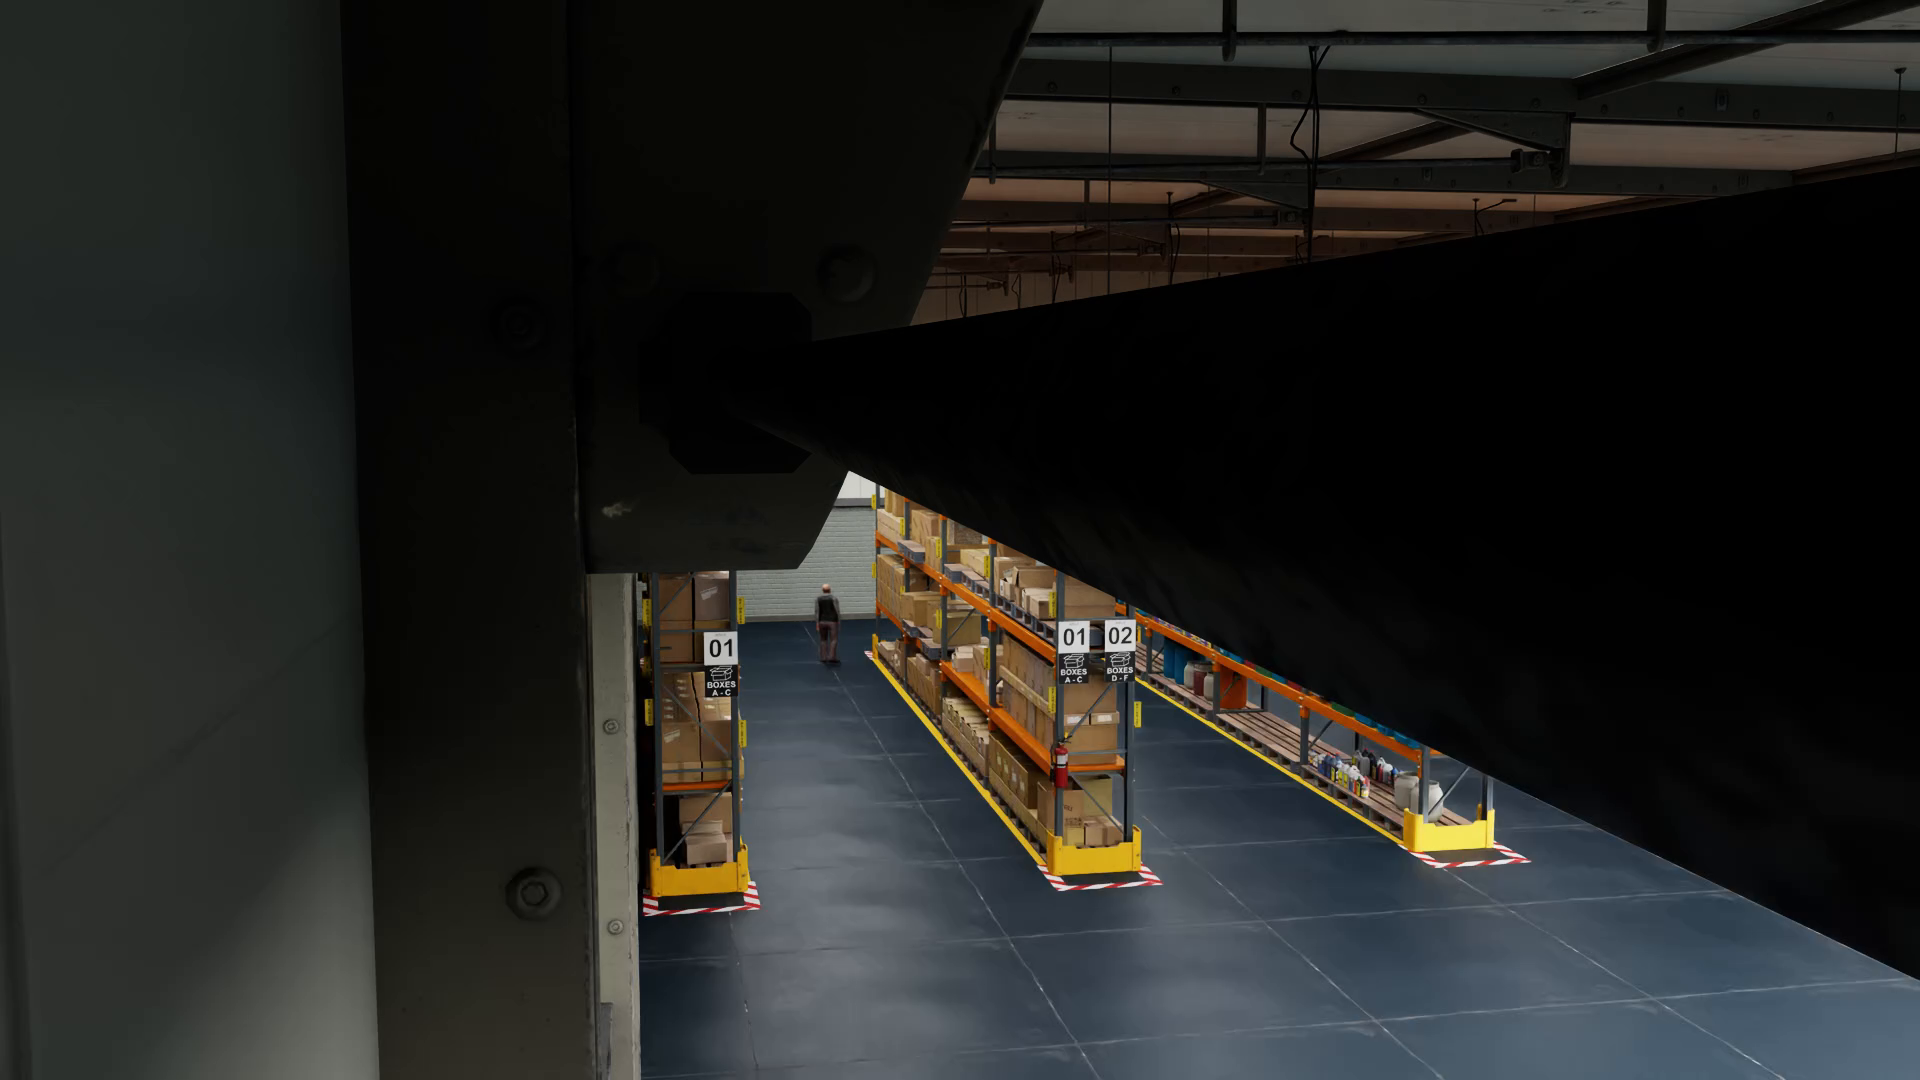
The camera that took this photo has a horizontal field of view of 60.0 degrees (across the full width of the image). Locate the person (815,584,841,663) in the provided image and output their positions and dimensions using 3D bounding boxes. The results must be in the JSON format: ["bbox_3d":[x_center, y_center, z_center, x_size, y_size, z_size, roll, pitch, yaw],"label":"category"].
[{"bbox_3d":[-2.851,1.809,35.770,0.557,1.722,0.537,2,6,16],"label":"person"}]

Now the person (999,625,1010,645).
[{"bbox_3d":[1.005,1.883,35.779,0.608,1.570,0.725,0,6,-1],"label":"person"}]
